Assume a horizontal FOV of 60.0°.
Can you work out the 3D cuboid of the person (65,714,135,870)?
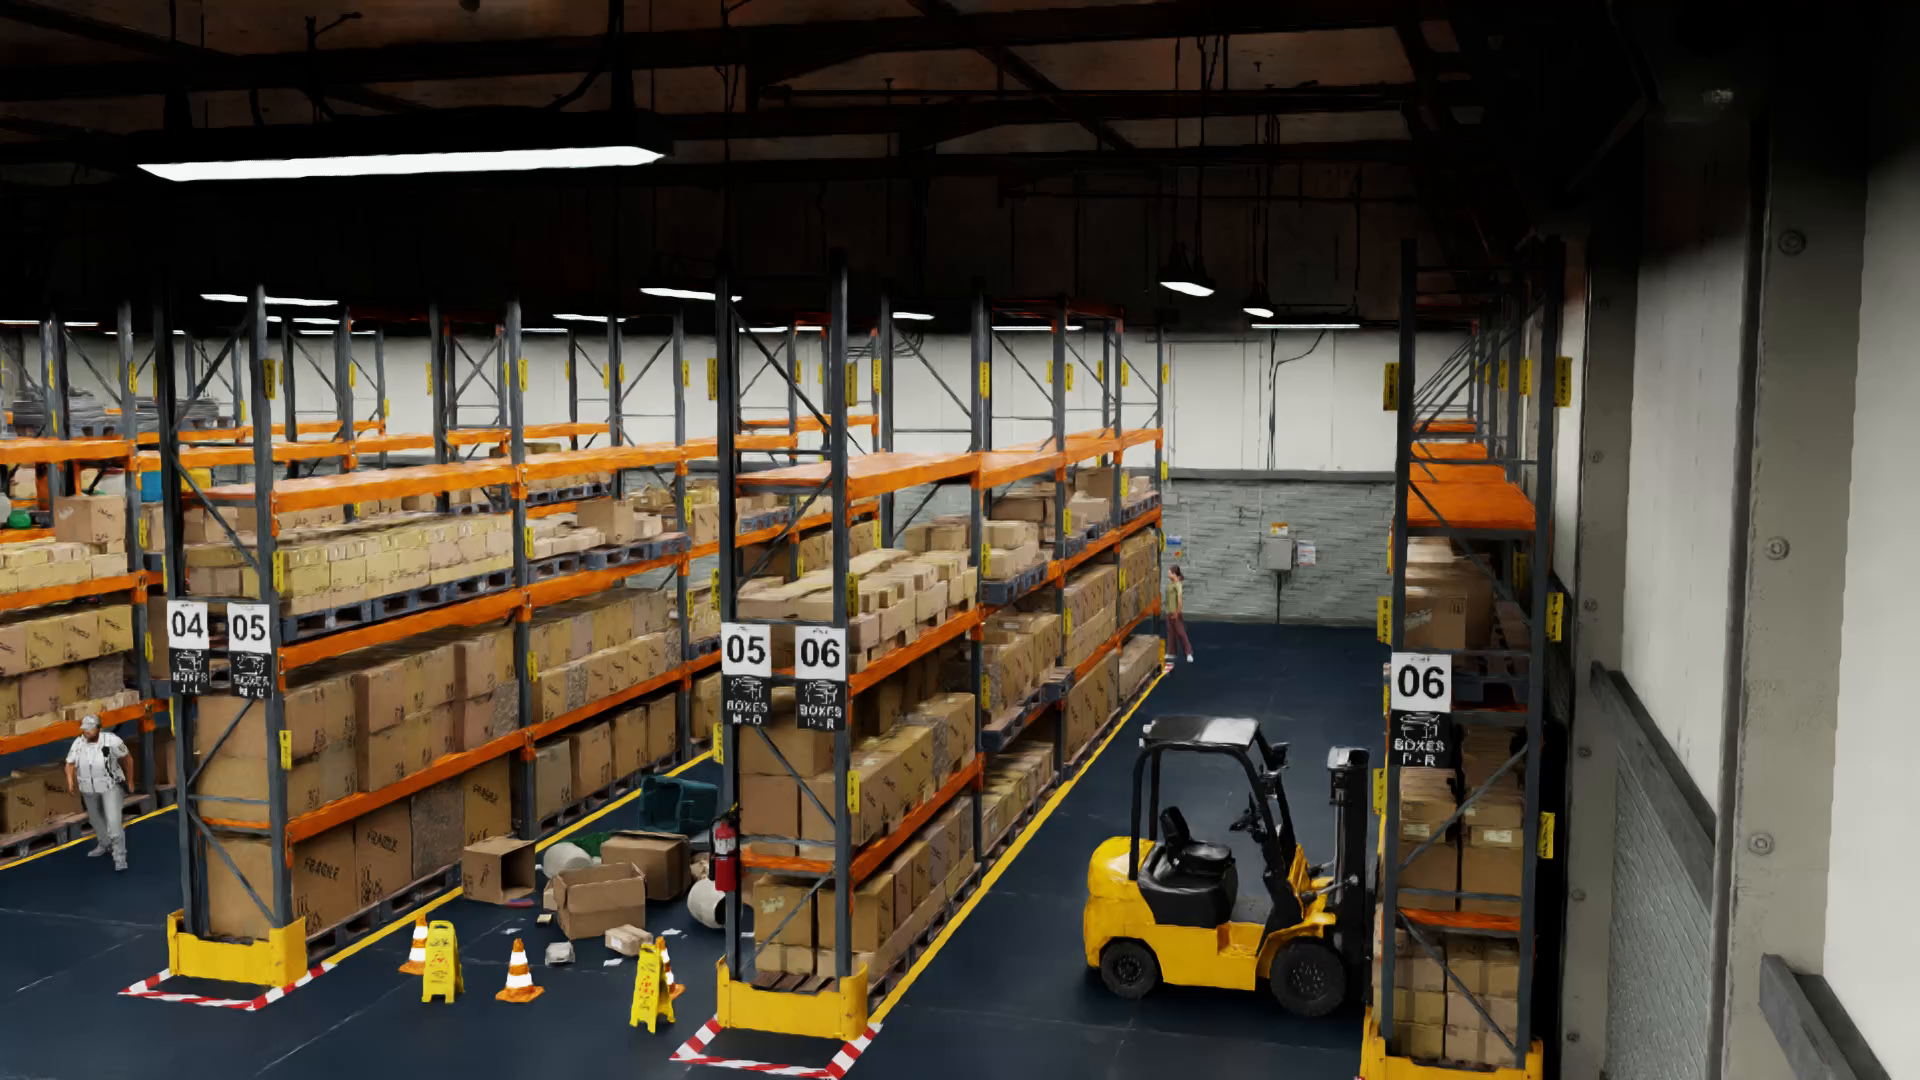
[{"bbox_3d":[-8.842,2.549,17.200,0.655,1.594,0.823,0,6,-2],"label":"person"}]

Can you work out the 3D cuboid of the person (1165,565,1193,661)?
[{"bbox_3d":[3.826,1.273,29.056,0.472,1.671,0.652,-1,6,-14],"label":"person"}]

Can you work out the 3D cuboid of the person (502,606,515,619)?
[{"bbox_3d":[-6.560,1.700,24.680,0.677,1.742,0.551,2,6,14],"label":"person"}]
